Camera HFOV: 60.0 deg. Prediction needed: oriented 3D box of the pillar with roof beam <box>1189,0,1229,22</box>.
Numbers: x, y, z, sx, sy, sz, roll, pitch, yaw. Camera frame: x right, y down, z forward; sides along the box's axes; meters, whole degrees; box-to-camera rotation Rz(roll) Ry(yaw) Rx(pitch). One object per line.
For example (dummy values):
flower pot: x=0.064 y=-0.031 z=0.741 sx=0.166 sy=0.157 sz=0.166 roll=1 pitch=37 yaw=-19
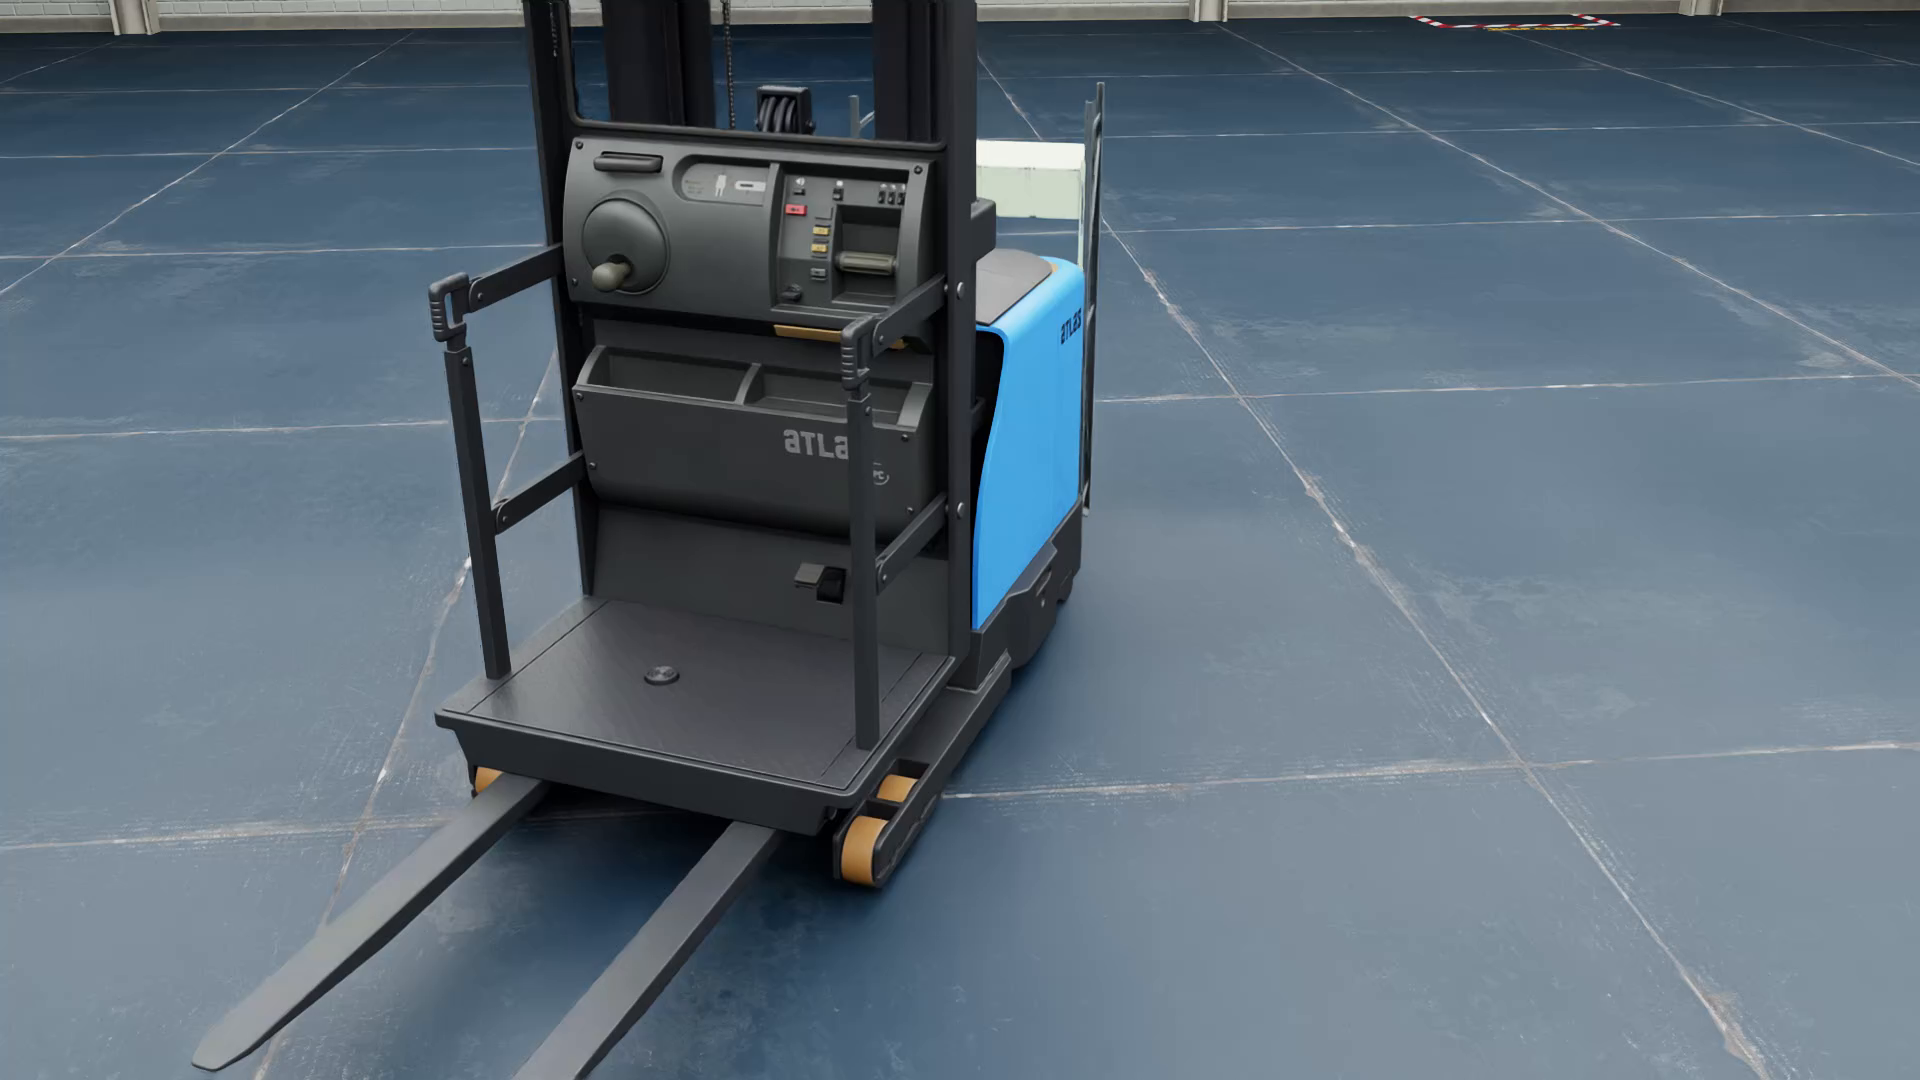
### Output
pillar with roof beam: x=3.312 y=-8.436 z=13.651 sx=0.400 sy=9.000 sz=9.100 roll=-2 pitch=24 yaw=-5

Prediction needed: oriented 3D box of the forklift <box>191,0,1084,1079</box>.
forklift: x=-0.587 y=-0.711 z=3.740 sx=1.130 sy=2.935 sz=3.031 roll=8 pitch=25 yaw=18

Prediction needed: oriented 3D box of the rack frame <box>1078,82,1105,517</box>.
rack frame: x=0.426 y=-0.723 z=5.529 sx=0.023 sy=1.500 sz=0.400 roll=4 pitch=24 yaw=9

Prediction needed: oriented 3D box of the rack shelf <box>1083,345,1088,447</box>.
rack shelf: x=0.065 y=-0.450 z=5.718 sx=0.720 sy=0.370 sz=0.431 roll=4 pitch=24 yaw=9

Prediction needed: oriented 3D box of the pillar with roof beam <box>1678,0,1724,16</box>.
pillar with roof beam: x=9.283 y=-8.676 z=14.190 sx=0.400 sy=9.000 sz=9.100 roll=-2 pitch=24 yaw=-5

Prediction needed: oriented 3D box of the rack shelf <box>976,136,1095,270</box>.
rack shelf: x=0.065 y=-1.104 z=5.427 sx=0.720 sy=0.370 sz=0.431 roll=4 pitch=24 yaw=9

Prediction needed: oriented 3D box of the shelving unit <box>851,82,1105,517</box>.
shelving unit: x=0.065 y=-0.748 z=5.586 sx=0.755 sy=1.500 sz=0.431 roll=4 pitch=24 yaw=9

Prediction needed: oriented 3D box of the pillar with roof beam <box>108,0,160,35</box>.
pillar with roof beam: x=-8.630 y=-7.957 z=12.573 sx=0.400 sy=9.000 sz=9.100 roll=-2 pitch=24 yaw=-5

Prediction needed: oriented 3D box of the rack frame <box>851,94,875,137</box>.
rack frame: x=-0.296 y=-0.773 z=5.642 sx=0.023 sy=1.500 sz=0.400 roll=4 pitch=24 yaw=9
